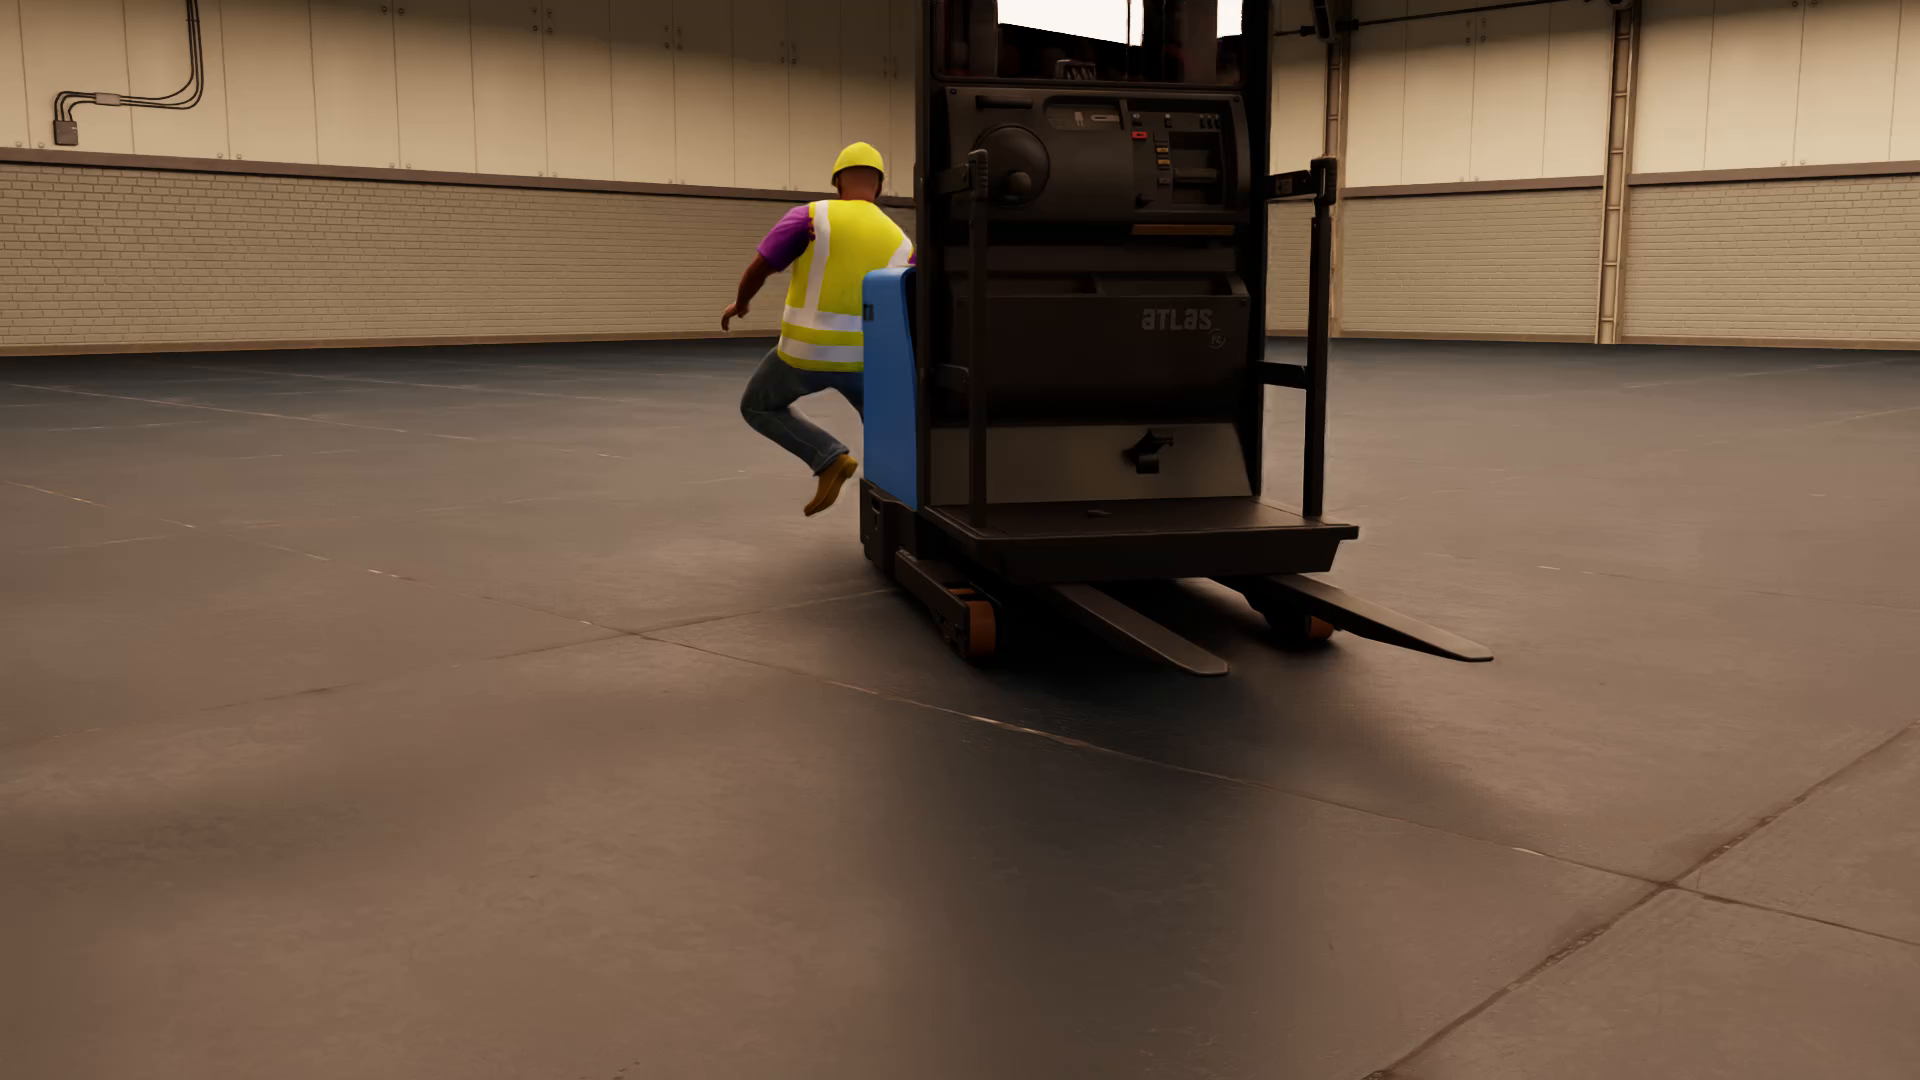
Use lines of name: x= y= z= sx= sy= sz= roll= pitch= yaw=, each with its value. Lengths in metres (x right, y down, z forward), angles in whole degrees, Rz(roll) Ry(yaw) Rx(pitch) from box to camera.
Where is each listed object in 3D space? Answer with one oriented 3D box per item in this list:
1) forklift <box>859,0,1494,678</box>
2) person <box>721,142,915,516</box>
forklift: x=0.466 y=-1.185 z=4.741 sx=1.130 sy=2.935 sz=3.031 roll=-2 pitch=9 yaw=-13
person: x=-0.539 y=-0.816 z=6.856 sx=0.867 sy=1.590 sz=0.782 roll=-3 pitch=9 yaw=-22
